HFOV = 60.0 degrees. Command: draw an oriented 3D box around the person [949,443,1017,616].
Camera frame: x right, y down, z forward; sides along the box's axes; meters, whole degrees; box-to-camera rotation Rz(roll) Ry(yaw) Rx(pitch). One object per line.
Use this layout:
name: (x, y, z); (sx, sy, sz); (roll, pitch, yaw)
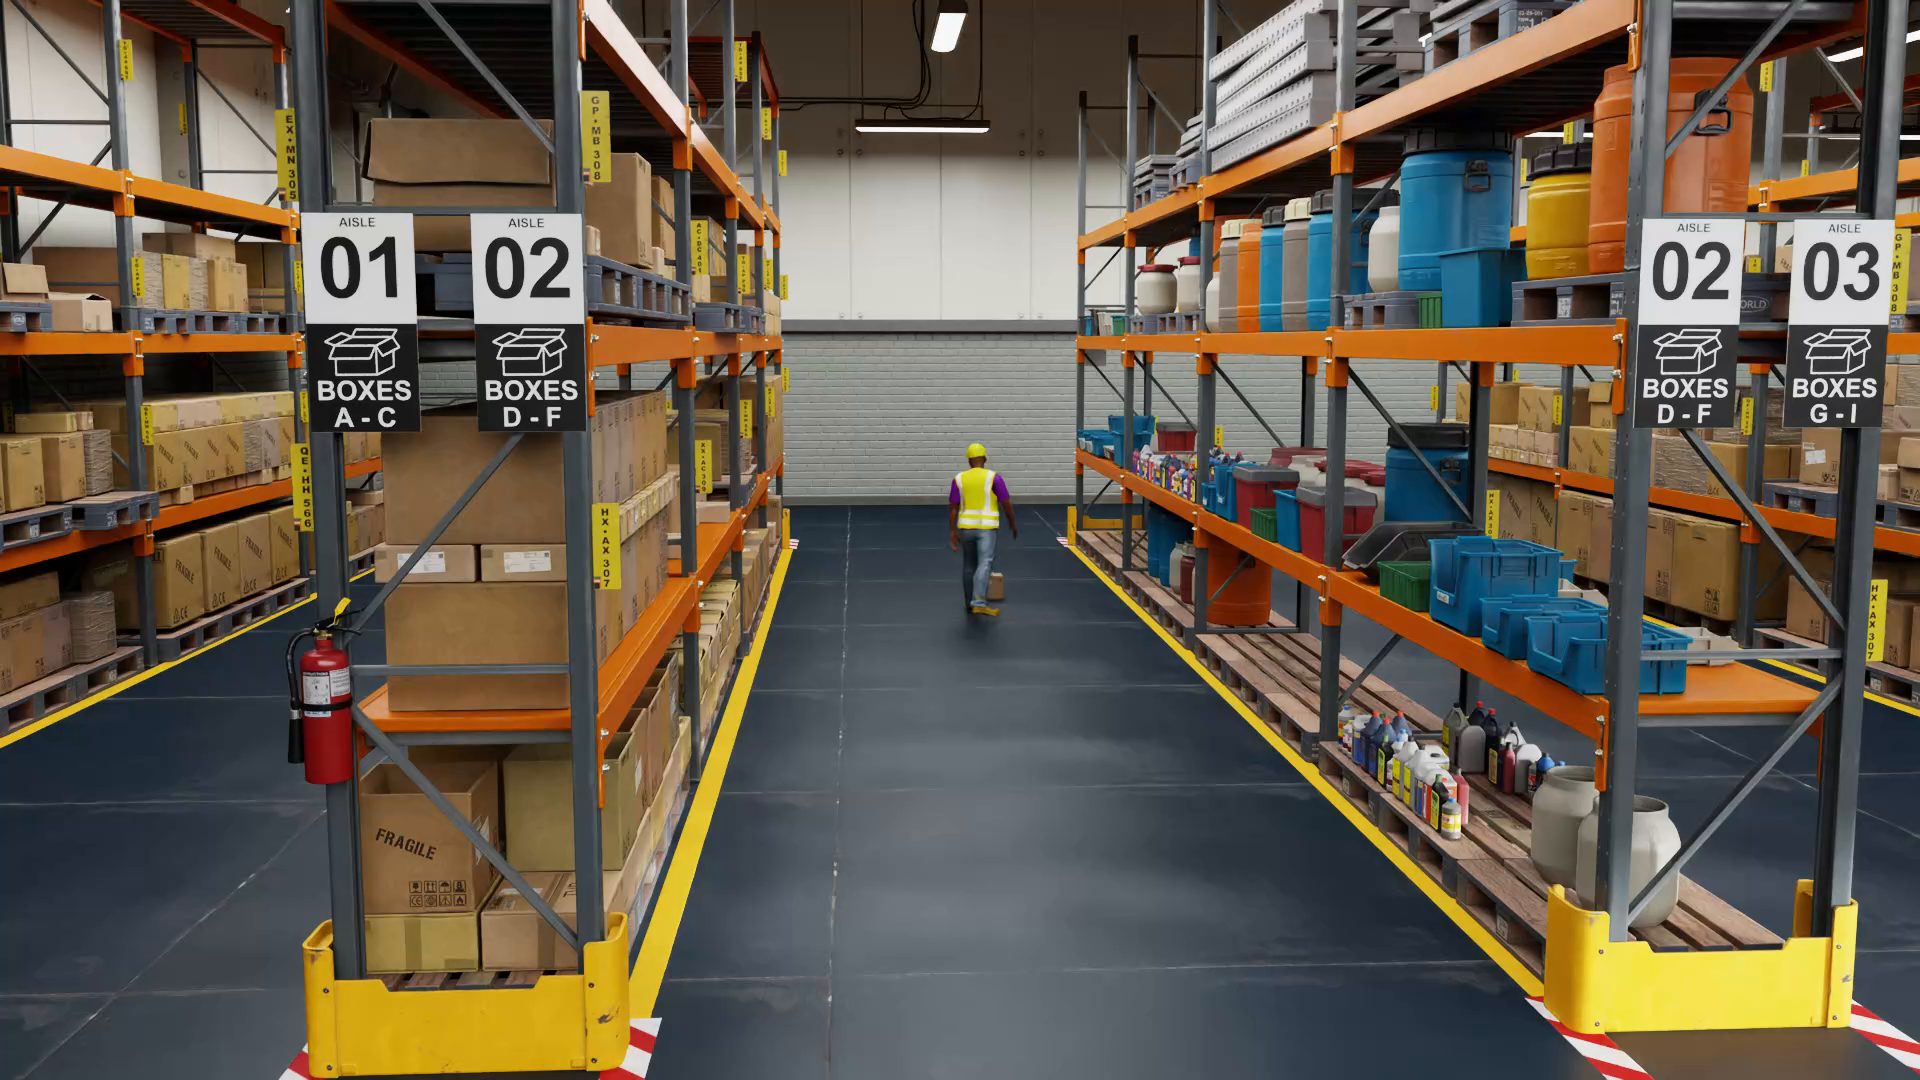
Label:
person: (0.220, -0.106, 16.662); (0.650, 1.724, 1.007); (3, 7, 24)
